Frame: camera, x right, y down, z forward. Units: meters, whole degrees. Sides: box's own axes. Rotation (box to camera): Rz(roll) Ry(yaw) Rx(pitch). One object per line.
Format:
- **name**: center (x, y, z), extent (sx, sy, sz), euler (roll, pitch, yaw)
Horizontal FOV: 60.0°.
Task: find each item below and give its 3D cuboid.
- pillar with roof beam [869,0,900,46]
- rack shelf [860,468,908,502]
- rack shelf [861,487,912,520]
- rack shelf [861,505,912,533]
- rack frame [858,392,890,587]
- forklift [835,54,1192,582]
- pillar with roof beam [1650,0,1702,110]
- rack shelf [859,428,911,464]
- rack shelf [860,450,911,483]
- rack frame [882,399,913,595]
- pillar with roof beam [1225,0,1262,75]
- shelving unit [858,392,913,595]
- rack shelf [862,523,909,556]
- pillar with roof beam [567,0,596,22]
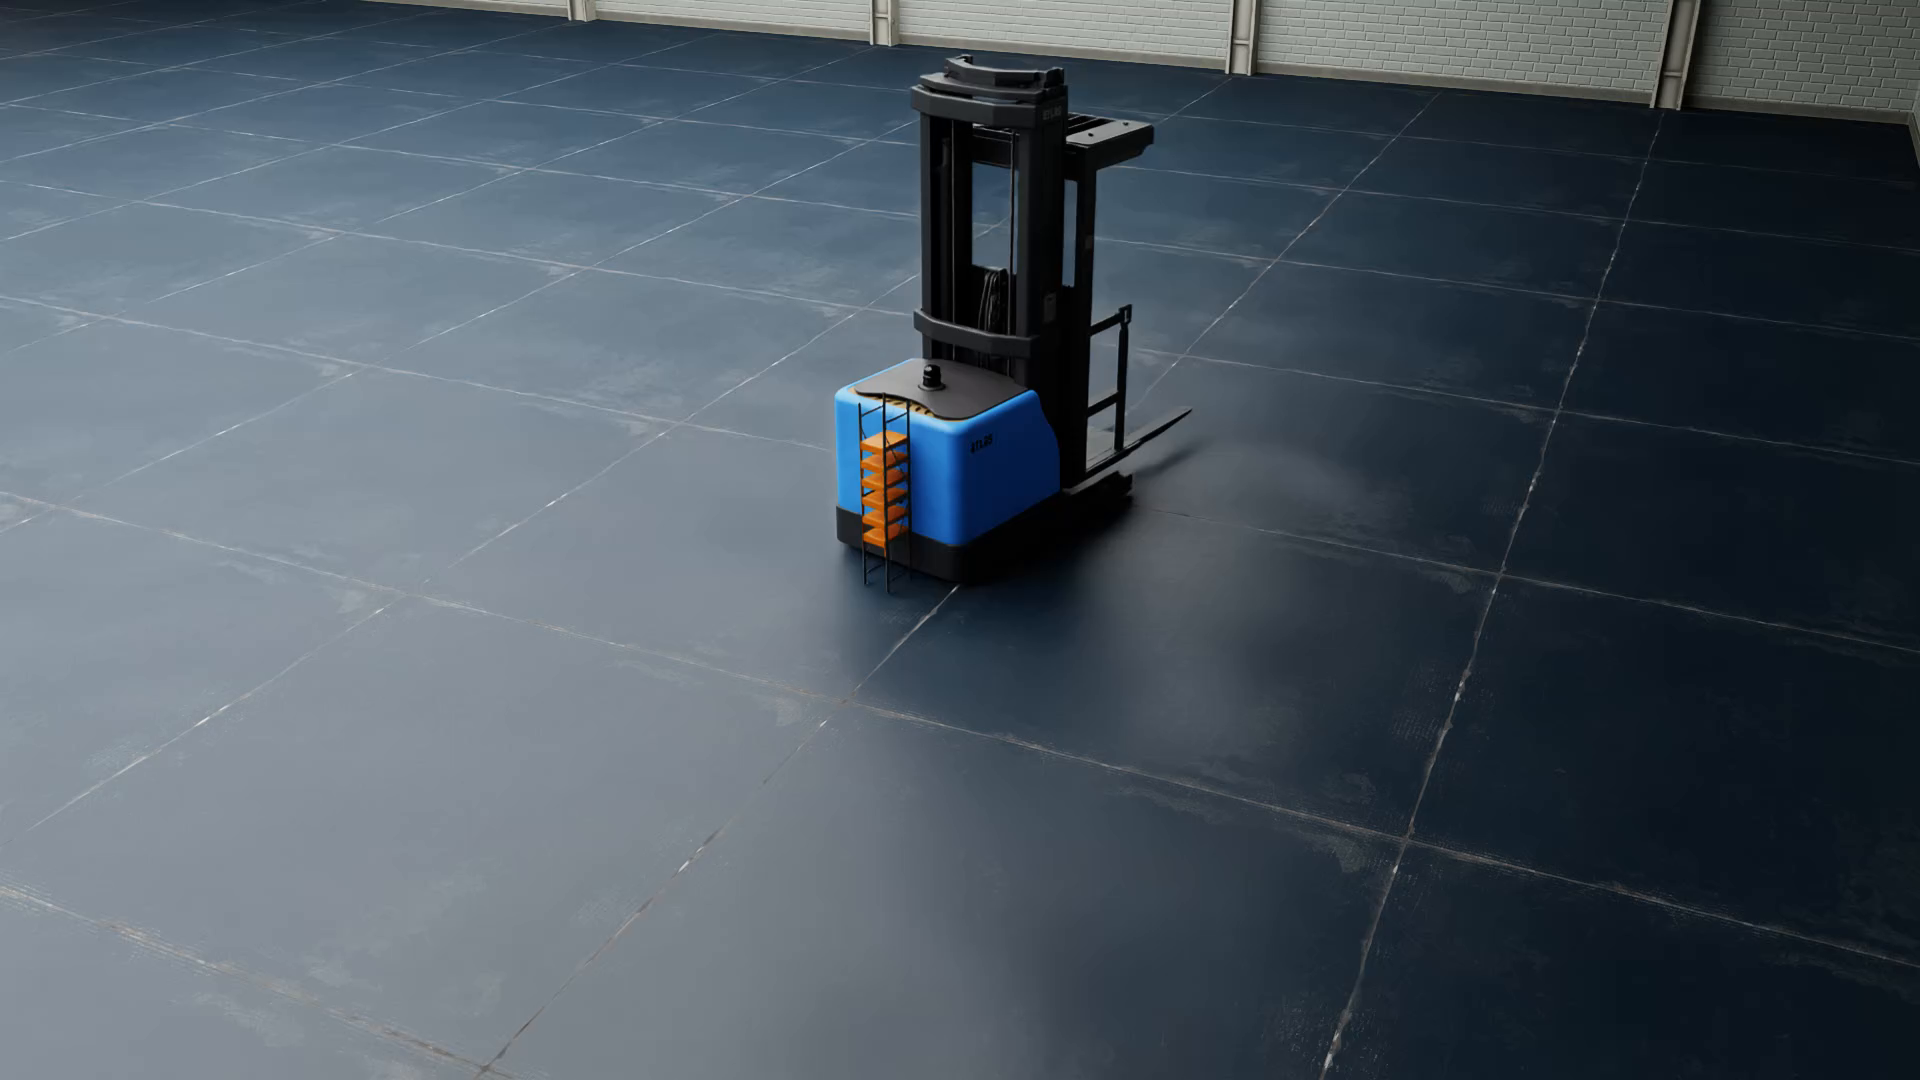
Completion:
- **pillar with roof beam**: center (-3.015, -10.447, 21.781), extent (0.400, 9.000, 9.100), euler (11, 28, 22)
- **rack shelf**: center (-0.442, -0.338, 9.906), extent (0.180, 0.103, 0.258), euler (19, 32, 33)
- **rack shelf**: center (-0.441, -0.231, 9.959), extent (0.180, 0.103, 0.258), euler (19, 32, 33)
- **rack shelf**: center (-0.441, -0.123, 10.012), extent (0.180, 0.103, 0.258), euler (19, 32, 33)
- **rack frame**: center (-0.514, -0.295, 9.990), extent (0.006, 1.200, 0.240), euler (19, 32, 33)
- **forklift**: center (0.516, -1.649, 10.781), extent (1.130, 2.935, 3.031), euler (19, 32, 33)
- **pillar with roof beam**: center (7.909, -8.253, 17.325), extent (0.400, 9.000, 9.100), euler (11, 28, 22)
- **rack shelf**: center (-0.442, -0.553, 9.799), extent (0.180, 0.103, 0.258), euler (19, 32, 33)
- **rack shelf**: center (-0.442, -0.446, 9.852), extent (0.180, 0.103, 0.258), euler (19, 32, 33)
- **rack frame**: center (-0.369, -0.246, 9.889), extent (0.006, 1.200, 0.240), euler (19, 32, 33)
- **pillar with roof beam**: center (2.447, -9.350, 19.553), extent (0.400, 9.000, 9.100), euler (11, 28, 22)
- **shelving unit**: center (-0.442, -0.270, 9.939), extent (0.189, 1.200, 0.258), euler (19, 32, 33)
- **rack shelf**: center (-0.441, -0.016, 10.066), extent (0.180, 0.103, 0.258), euler (19, 32, 33)
- **pillar with roof beam**: center (-8.476, -11.544, 24.010), extent (0.400, 9.000, 9.100), euler (11, 28, 22)
